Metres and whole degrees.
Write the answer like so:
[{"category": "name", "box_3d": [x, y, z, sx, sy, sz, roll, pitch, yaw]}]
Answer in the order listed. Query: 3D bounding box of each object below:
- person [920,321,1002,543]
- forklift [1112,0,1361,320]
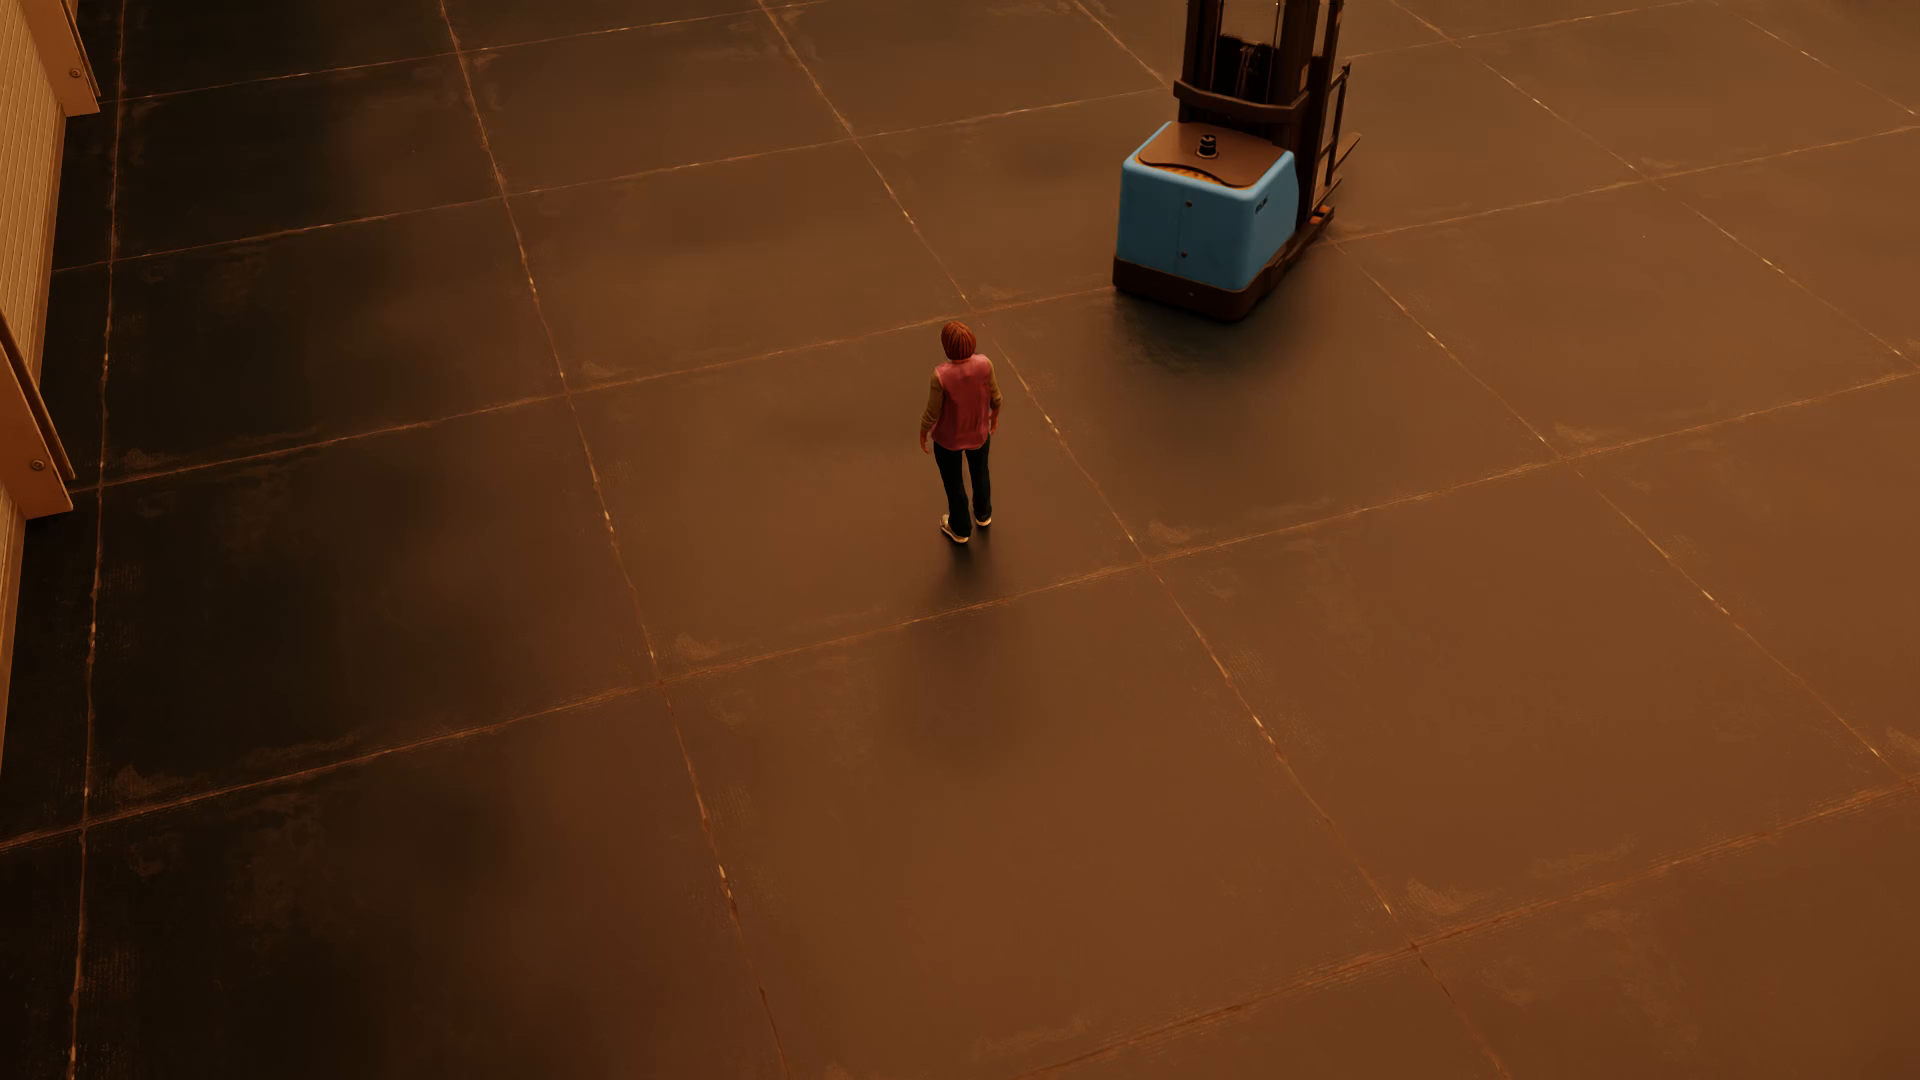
[{"category": "person", "box_3d": [-0.012, -0.665, 9.814, 0.520, 1.597, 0.476, -13, 42, -15]}, {"category": "forklift", "box_3d": [2.322, -3.645, 12.337, 1.130, 2.935, 3.031, 21, 44, 23]}]
